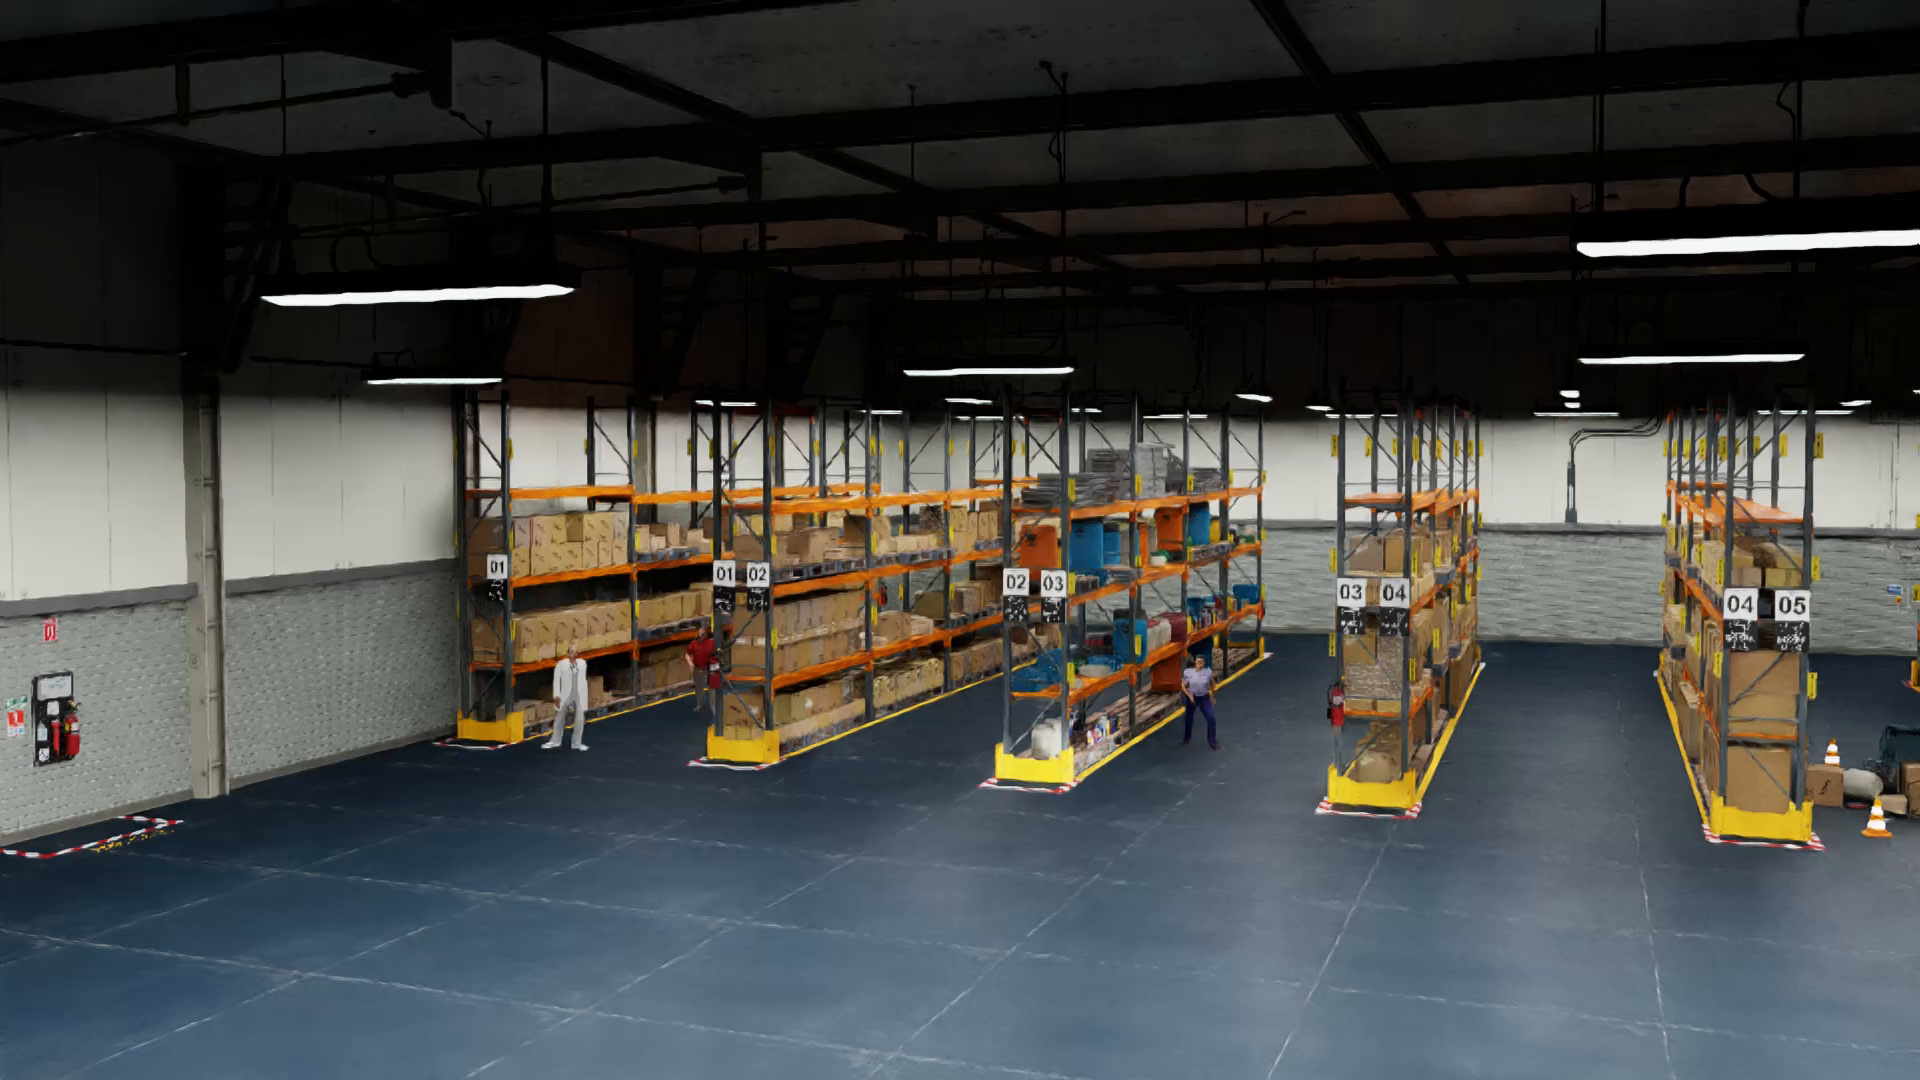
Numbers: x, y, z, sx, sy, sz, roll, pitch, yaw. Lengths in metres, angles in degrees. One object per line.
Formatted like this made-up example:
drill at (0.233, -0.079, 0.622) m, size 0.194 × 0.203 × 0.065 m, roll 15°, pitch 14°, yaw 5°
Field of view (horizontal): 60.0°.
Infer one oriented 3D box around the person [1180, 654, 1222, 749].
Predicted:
person at (4.009, 2.682, 27.795) m, size 0.661 × 1.570 × 0.805 m, roll 0°, pitch 3°, yaw 3°

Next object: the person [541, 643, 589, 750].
person at (-6.550, 2.599, 27.584) m, size 0.777 × 1.774 × 0.512 m, roll -1°, pitch 3°, yaw -23°

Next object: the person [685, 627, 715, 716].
person at (-4.783, 2.442, 31.232) m, size 0.700 × 1.658 × 0.863 m, roll 0°, pitch 3°, yaw 4°
